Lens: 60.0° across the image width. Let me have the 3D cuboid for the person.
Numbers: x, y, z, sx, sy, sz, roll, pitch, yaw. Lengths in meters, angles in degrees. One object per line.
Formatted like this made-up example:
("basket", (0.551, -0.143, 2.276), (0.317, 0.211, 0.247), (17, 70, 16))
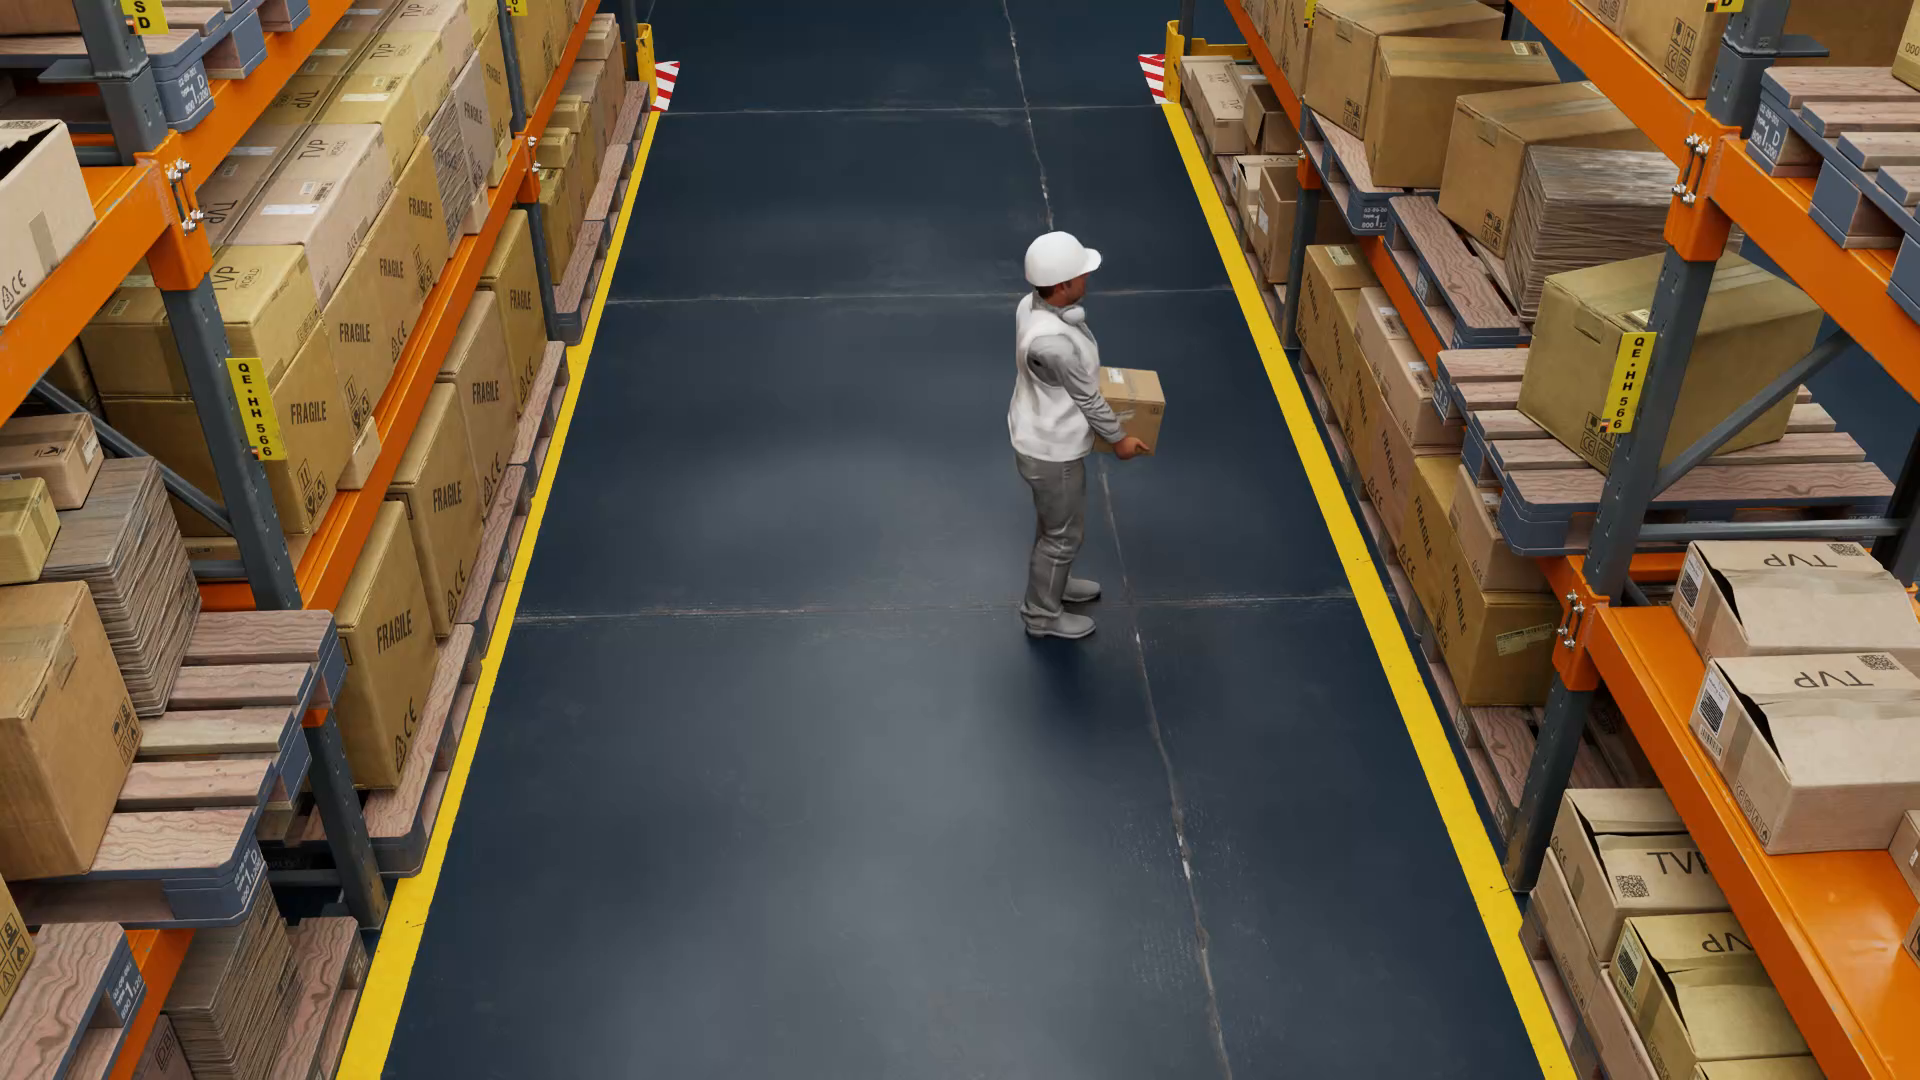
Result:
("person", (0.471, -0.423, 6.731), (0.550, 1.772, 0.495), (-2, 35, -2))
